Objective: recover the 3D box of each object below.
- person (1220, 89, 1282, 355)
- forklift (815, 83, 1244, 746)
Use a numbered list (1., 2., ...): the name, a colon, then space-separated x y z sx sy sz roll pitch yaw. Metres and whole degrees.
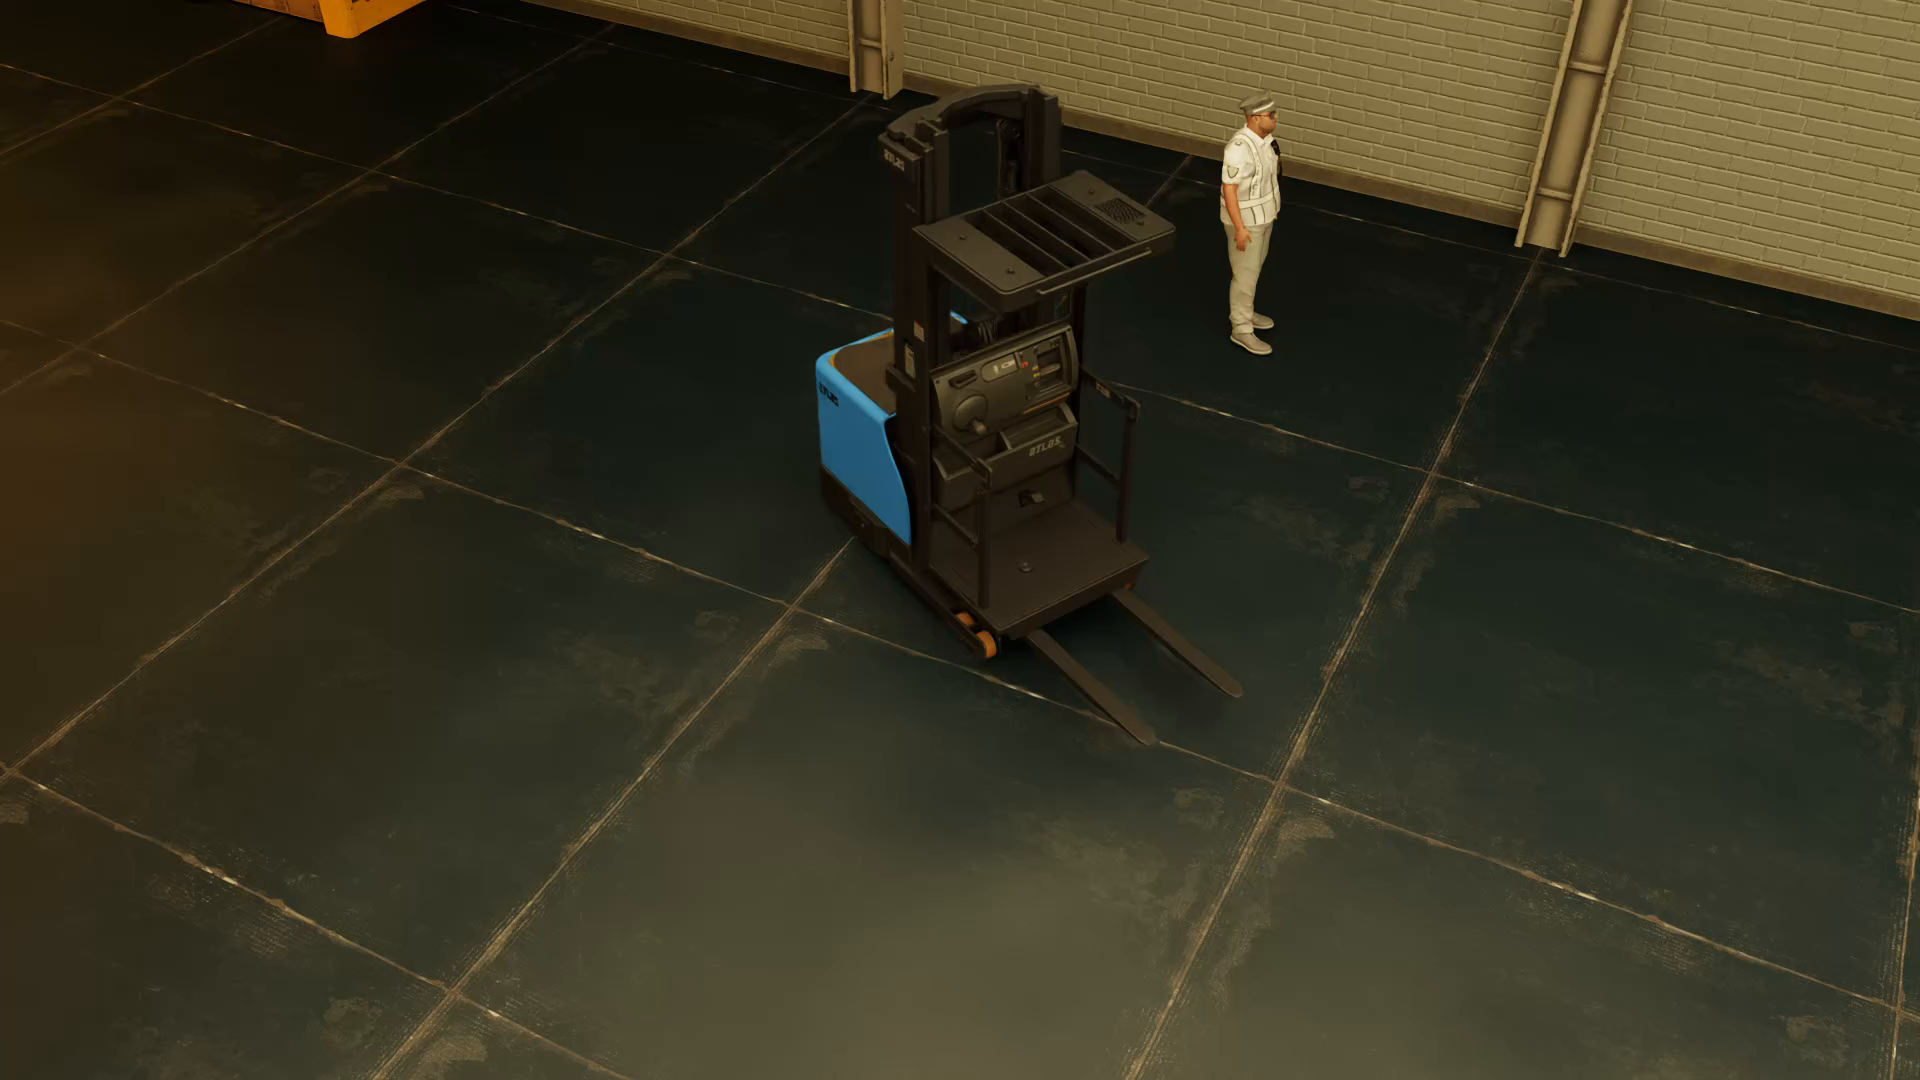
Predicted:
1. person: 2.089 -2.235 11.521 0.576 1.781 0.638 20 44 22
2. forklift: 0.380 -0.798 8.934 1.130 2.935 3.031 -25 46 -26
